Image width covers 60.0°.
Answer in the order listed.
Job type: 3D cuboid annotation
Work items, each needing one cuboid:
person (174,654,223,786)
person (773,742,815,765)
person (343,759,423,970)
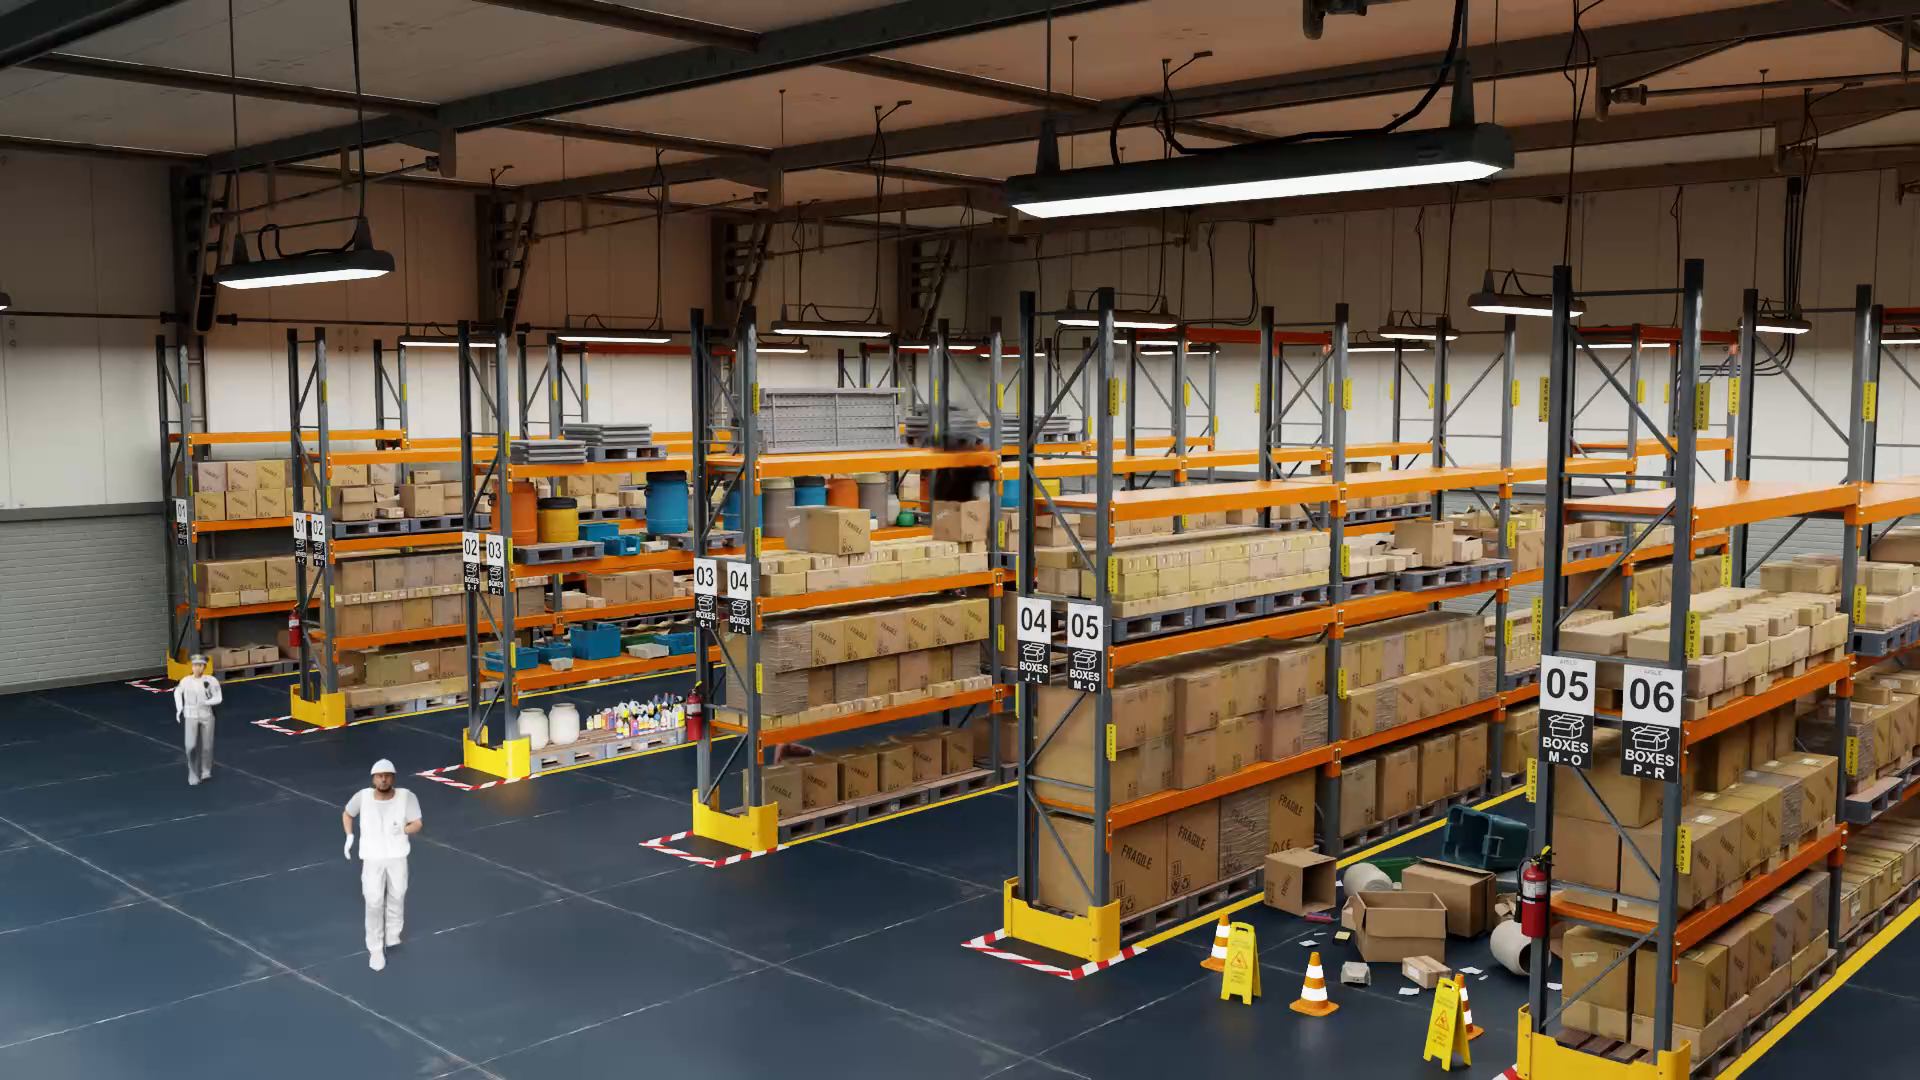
[{"bbox_3d":[-9.808,2.312,21.428,0.583,1.697,0.668,-2,6,-21],"label":"person"},{"bbox_3d":[-2.201,2.334,21.383,0.592,1.633,0.970,5,7,42],"label":"person"},{"bbox_3d":[-5.160,2.879,14.911,0.658,1.844,0.775,-2,6,-24],"label":"person"}]
